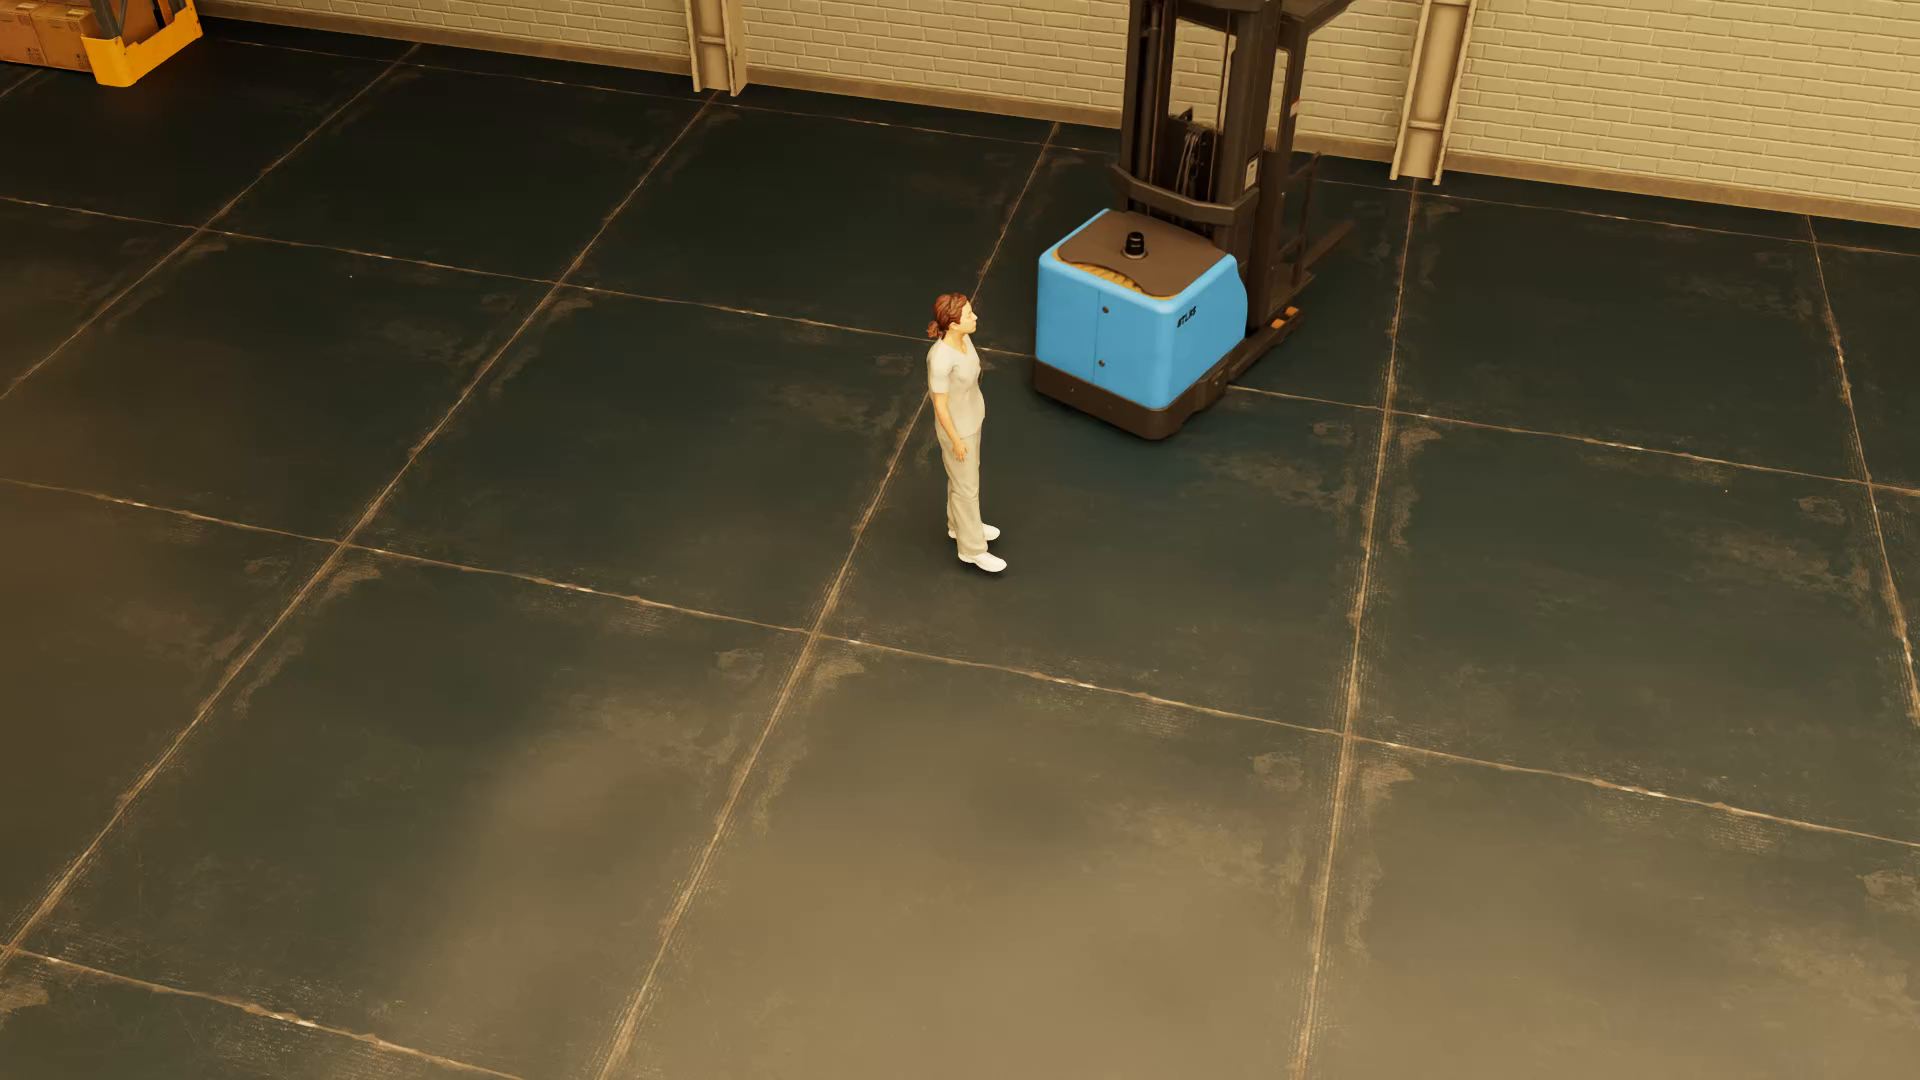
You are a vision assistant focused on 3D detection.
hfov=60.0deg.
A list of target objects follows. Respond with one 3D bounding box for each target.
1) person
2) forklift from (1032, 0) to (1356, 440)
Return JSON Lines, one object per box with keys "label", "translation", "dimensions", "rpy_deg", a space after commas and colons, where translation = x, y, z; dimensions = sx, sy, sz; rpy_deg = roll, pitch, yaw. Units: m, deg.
{"label": "person", "translation": [0.067, -0.645, 9.477], "dimensions": [0.549, 1.675, 0.549], "rpy_deg": [10, 42, 11]}
{"label": "forklift", "translation": [1.779, -2.665, 10.901], "dimensions": [1.130, 2.935, 3.031], "rpy_deg": [27, 48, 27]}
